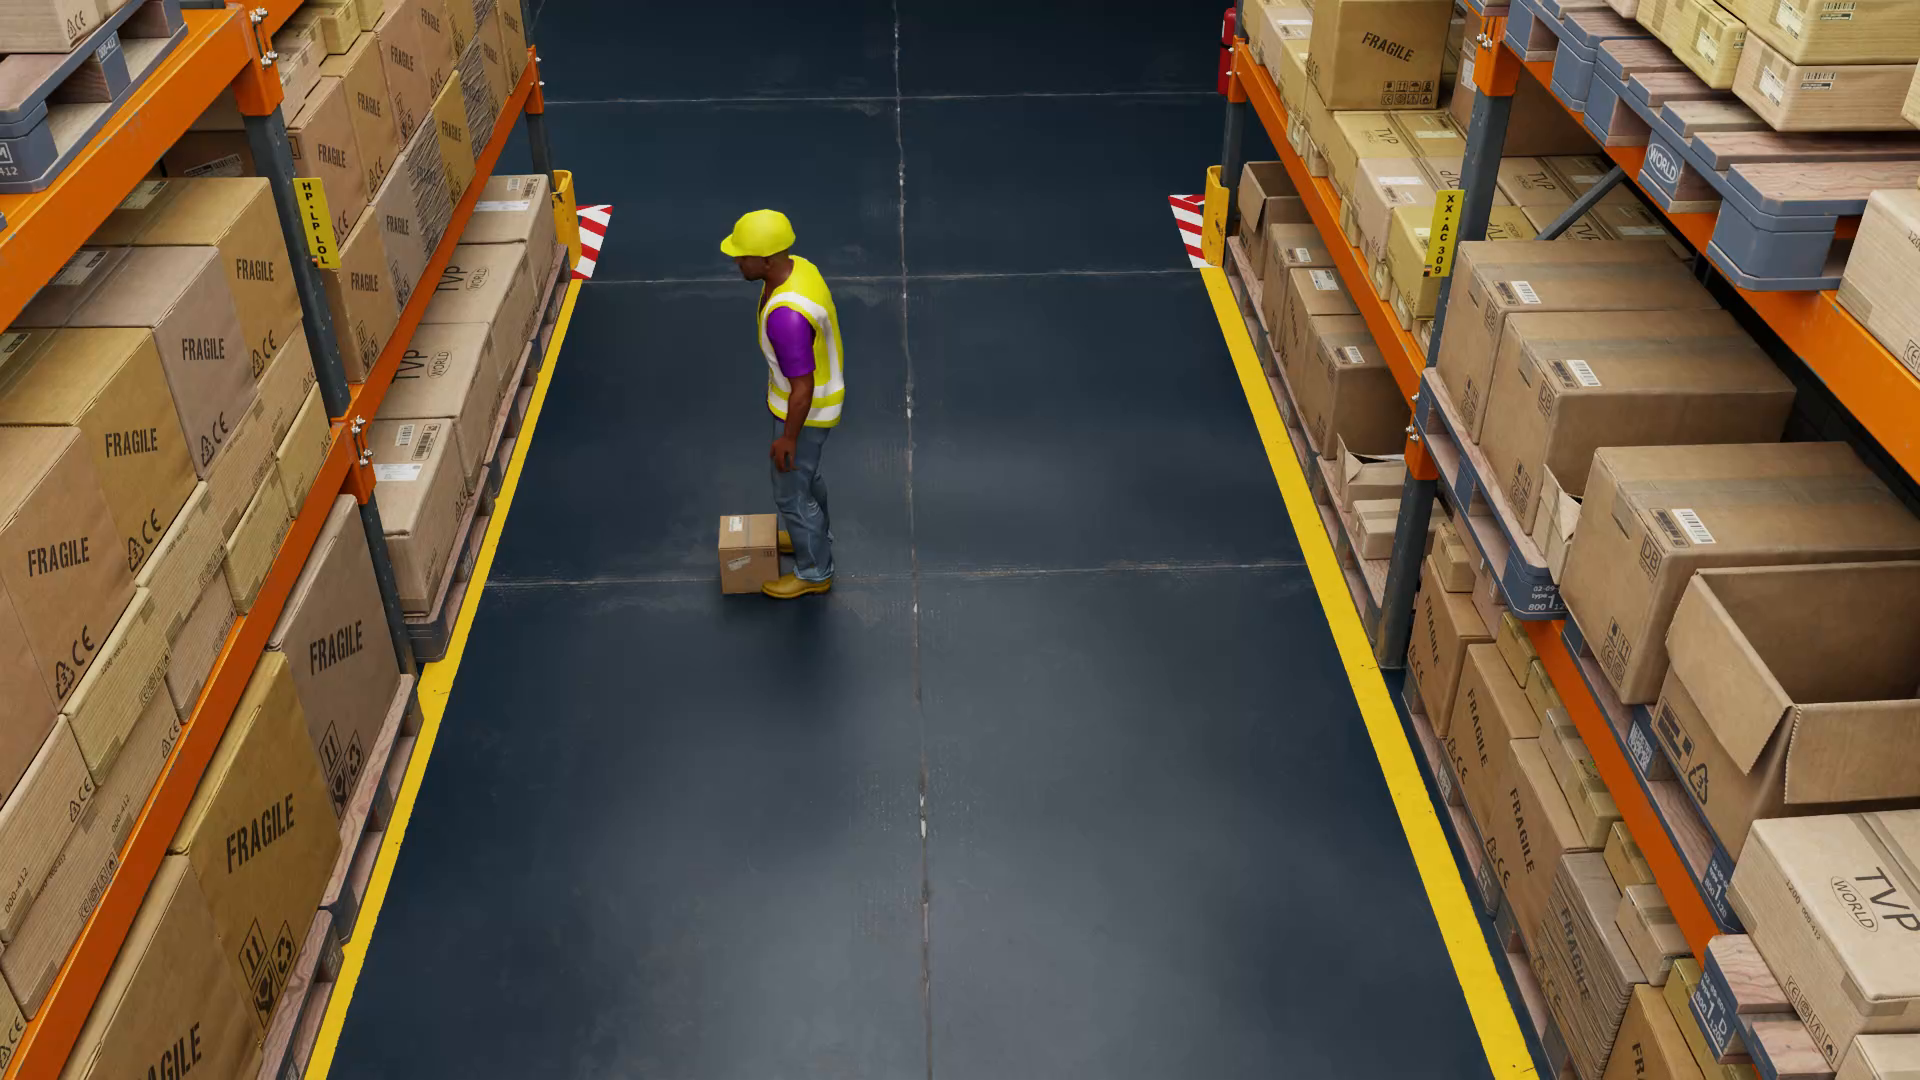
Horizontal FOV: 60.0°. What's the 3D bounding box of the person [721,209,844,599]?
[{"bbox_3d":[-0.706,-0.565,6.935,0.459,1.761,0.638,-3,35,-4],"label":"person"}]
